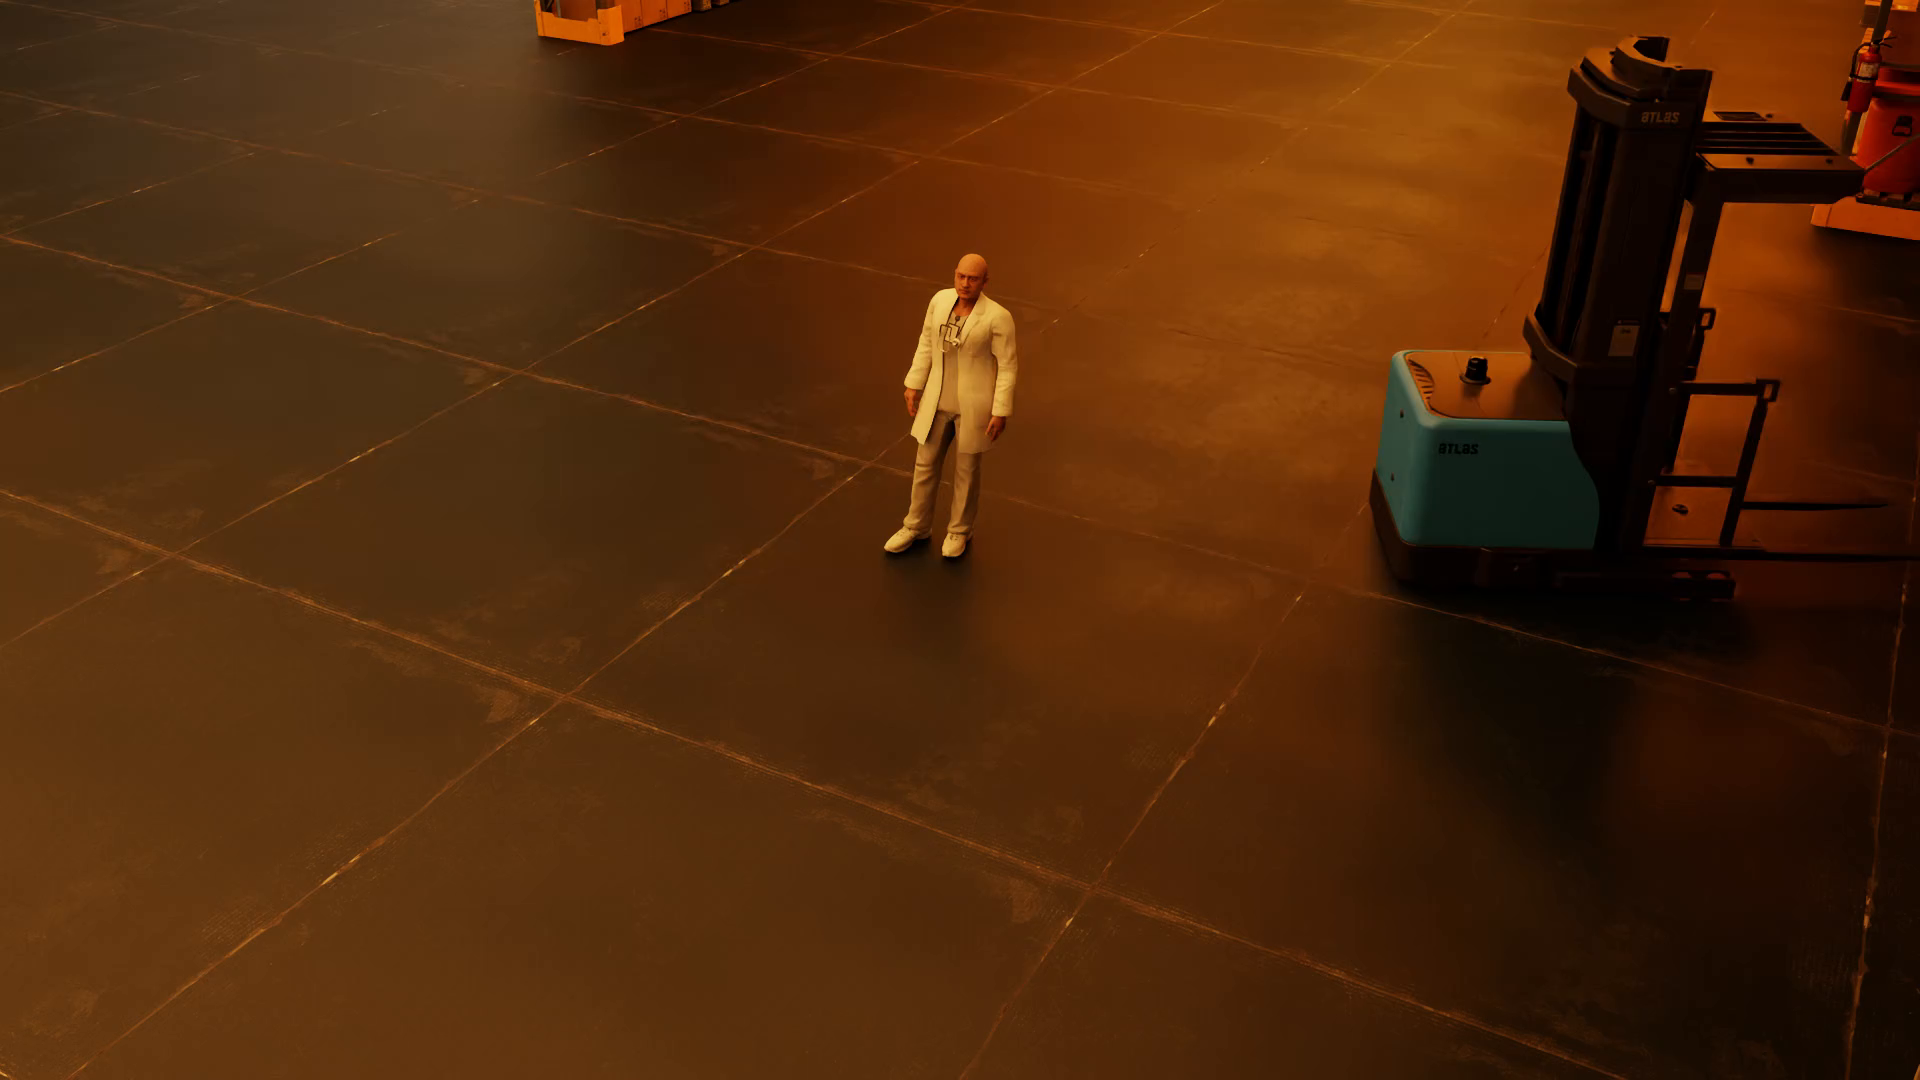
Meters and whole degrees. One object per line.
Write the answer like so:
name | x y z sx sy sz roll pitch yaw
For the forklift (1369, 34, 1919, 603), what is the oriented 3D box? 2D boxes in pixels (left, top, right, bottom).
forklift | 4.015 -1.190 9.132 3.031 2.935 1.130 2 30 3

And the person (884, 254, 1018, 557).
person | -0.048 -0.737 9.487 0.696 1.778 0.578 15 33 25
